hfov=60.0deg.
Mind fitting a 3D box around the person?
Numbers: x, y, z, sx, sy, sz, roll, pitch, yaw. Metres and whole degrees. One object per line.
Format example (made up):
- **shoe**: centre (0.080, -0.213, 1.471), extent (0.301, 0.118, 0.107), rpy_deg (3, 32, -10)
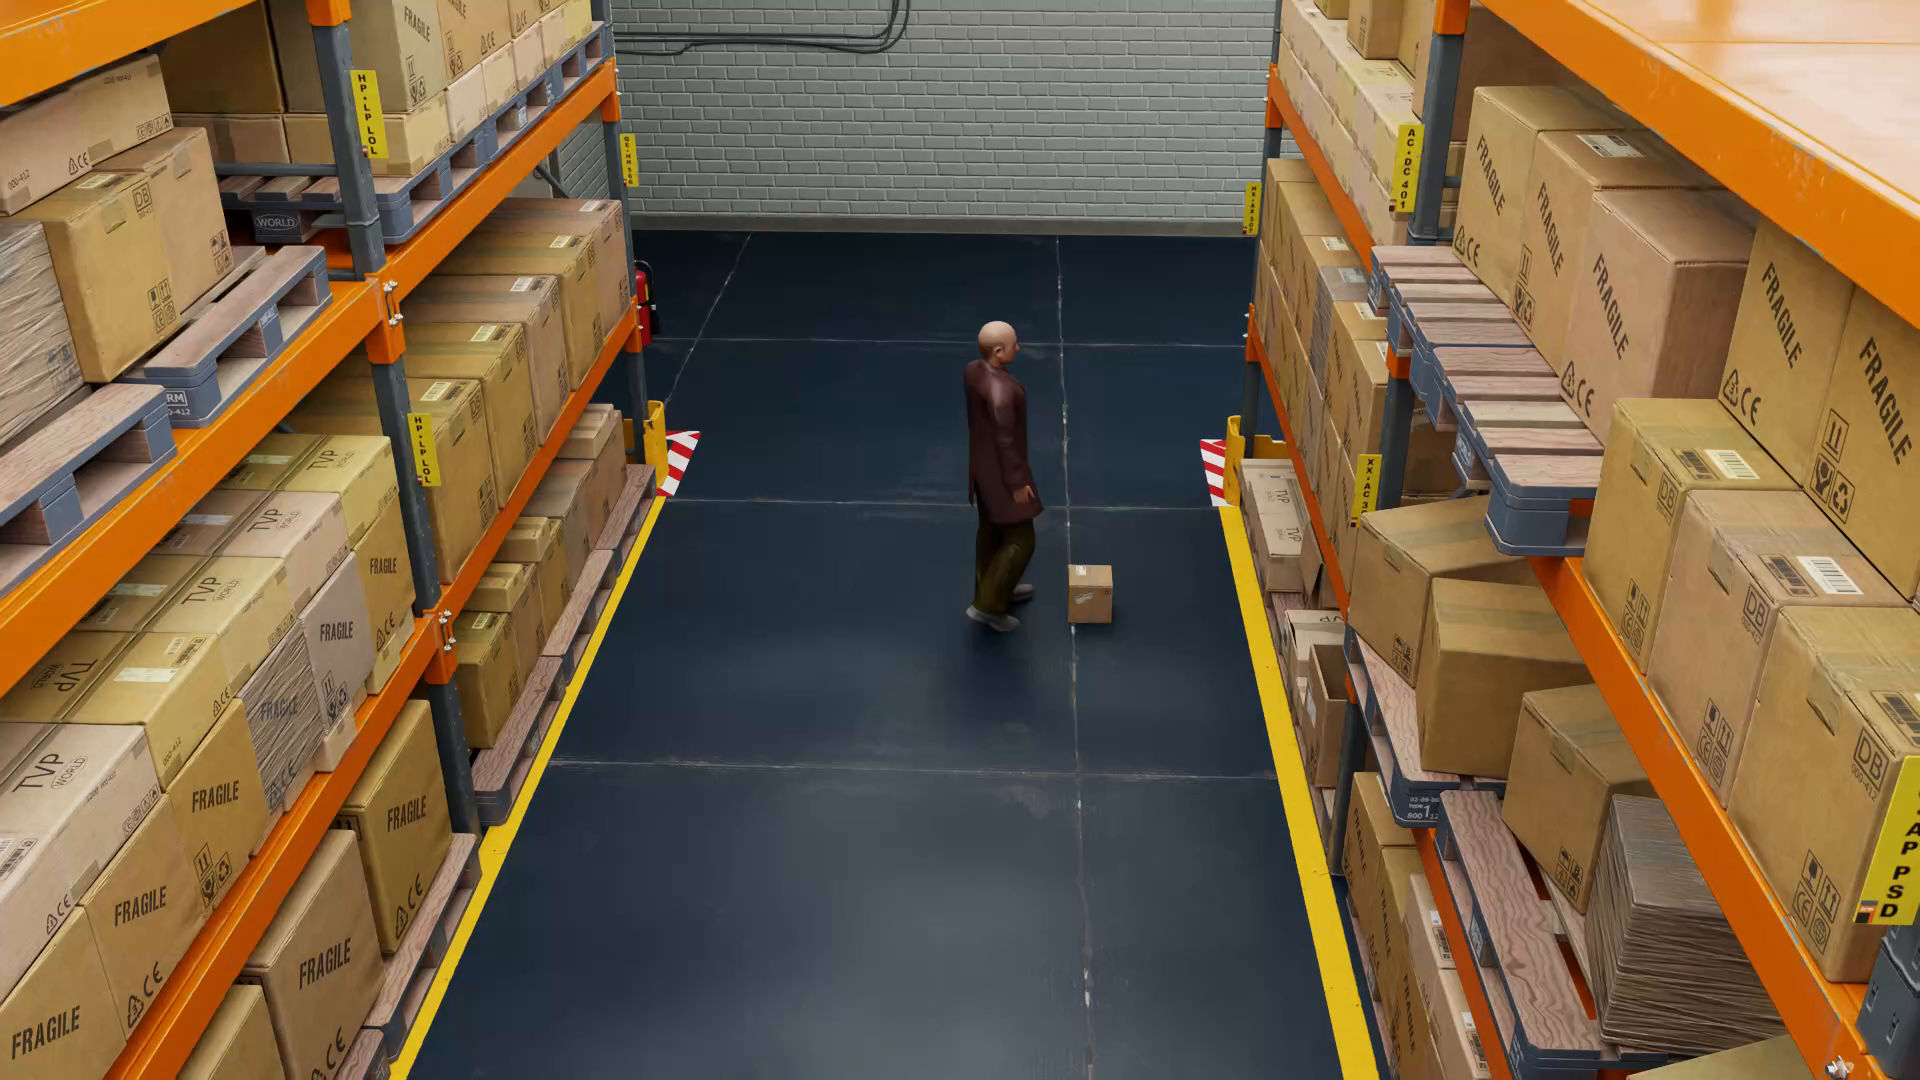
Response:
- **person**: centre (0.222, -0.371, 9.352), extent (0.515, 1.816, 0.620), rpy_deg (-7, 28, -14)
